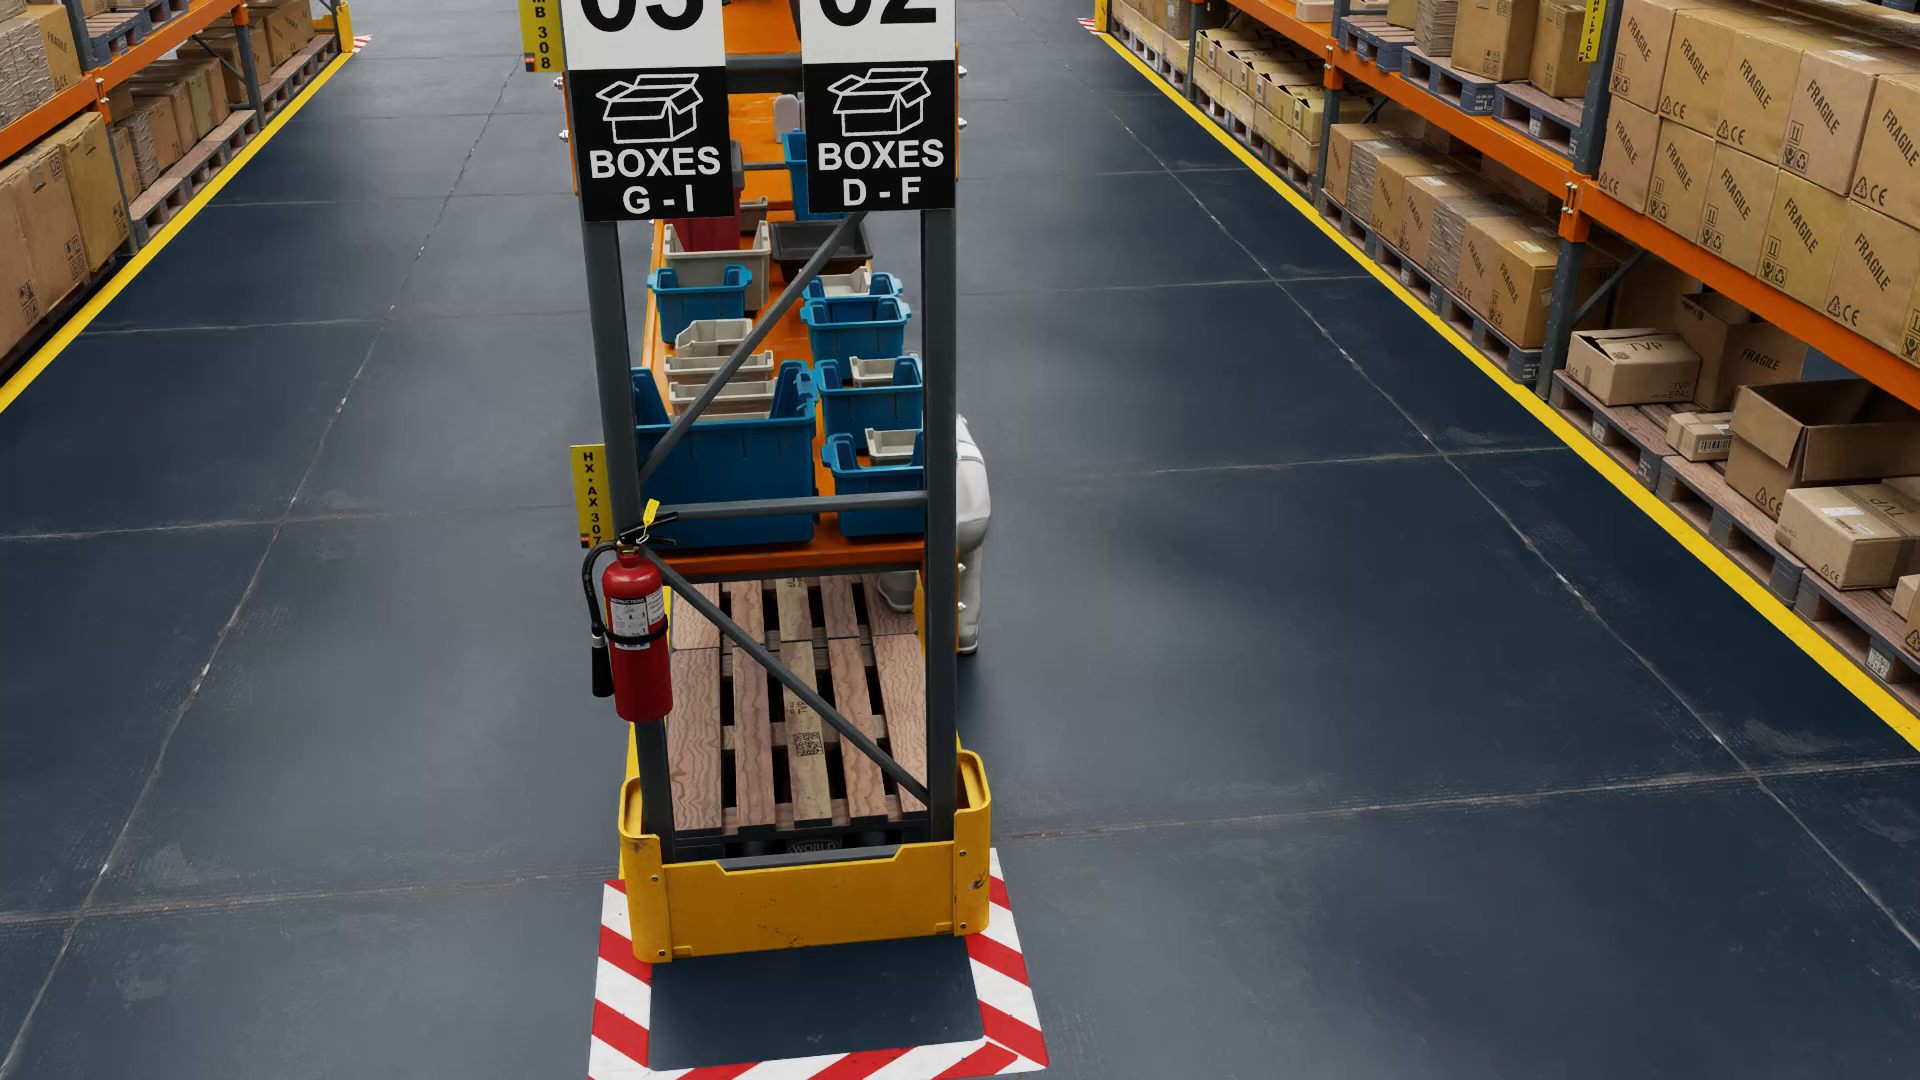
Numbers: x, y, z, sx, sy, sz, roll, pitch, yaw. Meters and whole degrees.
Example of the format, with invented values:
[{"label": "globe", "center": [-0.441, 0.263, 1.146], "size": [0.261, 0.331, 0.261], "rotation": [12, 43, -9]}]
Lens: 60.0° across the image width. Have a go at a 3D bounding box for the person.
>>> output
[{"label": "person", "center": [-0.170, -0.110, 7.111], "size": [0.553, 1.043, 1.026], "rotation": [-5, 27, -9]}]
